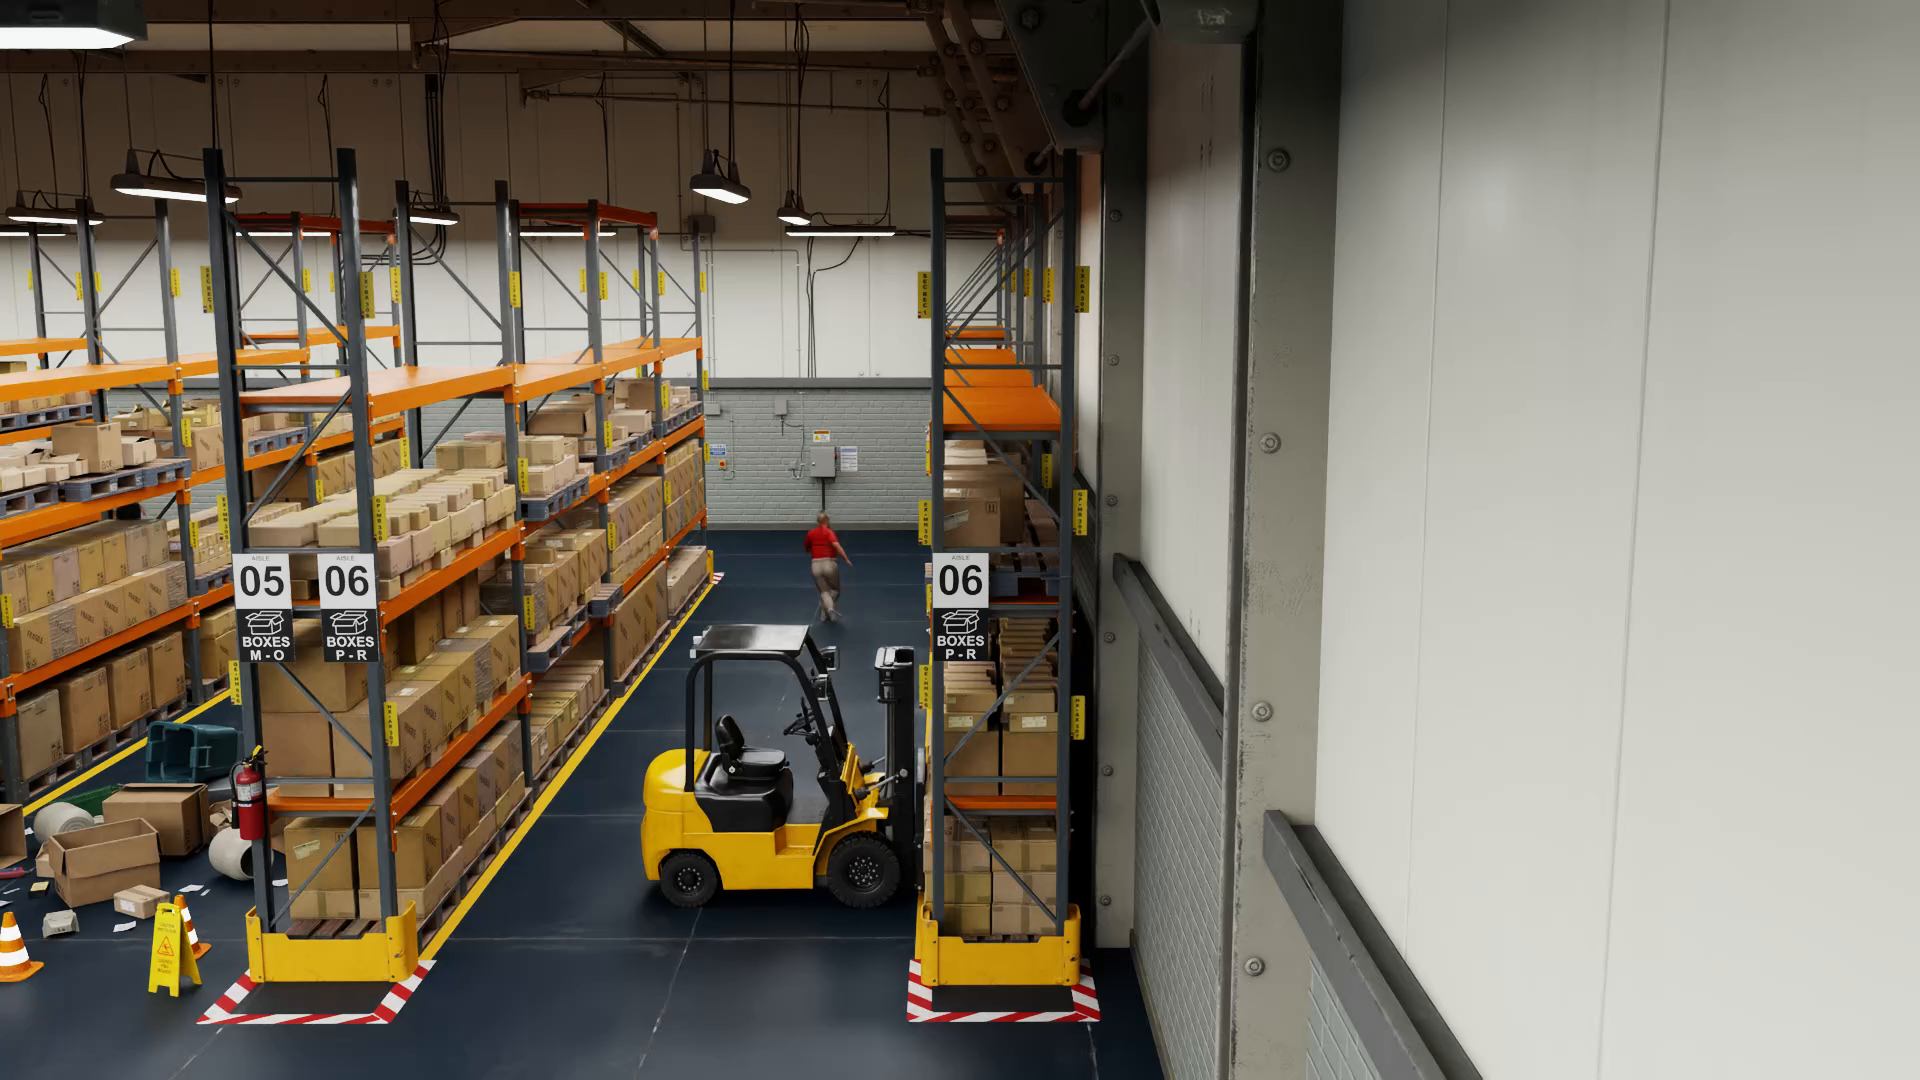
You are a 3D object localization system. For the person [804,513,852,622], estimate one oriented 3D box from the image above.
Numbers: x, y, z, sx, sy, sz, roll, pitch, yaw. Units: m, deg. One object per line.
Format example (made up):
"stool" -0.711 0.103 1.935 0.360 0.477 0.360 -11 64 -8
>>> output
"person" -1.990 0.449 24.671 0.786 1.666 0.670 2 9 14

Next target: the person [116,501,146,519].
"person" -14.471 -0.269 28.887 0.772 1.719 0.696 1 9 3
